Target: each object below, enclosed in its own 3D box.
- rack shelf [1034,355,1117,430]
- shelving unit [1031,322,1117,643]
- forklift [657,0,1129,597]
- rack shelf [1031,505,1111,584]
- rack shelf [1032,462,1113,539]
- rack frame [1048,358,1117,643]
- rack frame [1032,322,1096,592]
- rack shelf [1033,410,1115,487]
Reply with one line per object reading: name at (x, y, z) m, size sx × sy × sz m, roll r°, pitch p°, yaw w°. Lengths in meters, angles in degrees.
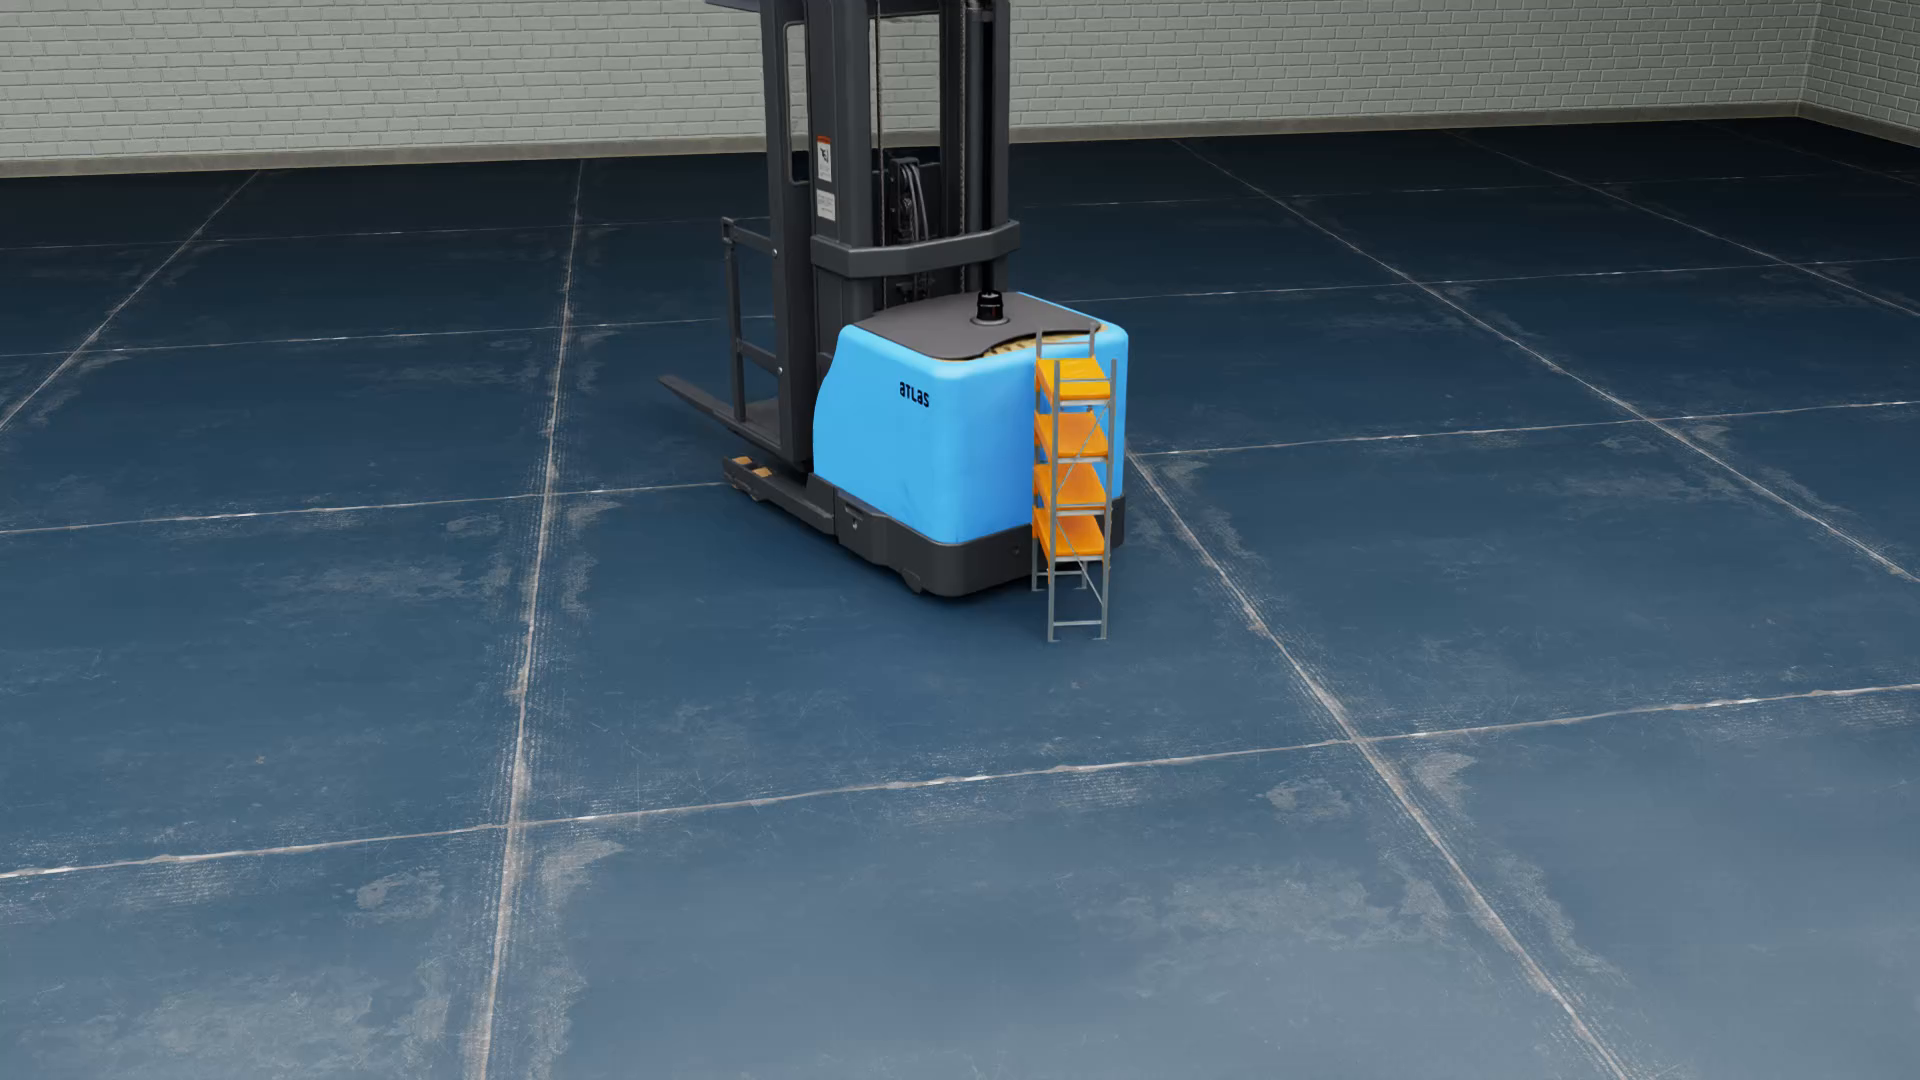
rack shelf at (0.455, -0.593, 6.628) m, size 0.258 × 0.148 × 0.480 m, roll -2°, pitch 24°, yaw -5°
shelving unit at (0.455, -0.233, 6.785) m, size 0.258 × 1.200 × 0.503 m, roll -2°, pitch 24°, yaw -5°
forklift at (-0.528, -1.634, 7.828) m, size 1.130 × 2.935 × 3.031 m, roll -16°, pitch 28°, yaw -33°
rack shelf at (0.455, 0.010, 6.891) m, size 0.258 × 0.148 × 0.480 m, roll -2°, pitch 24°, yaw -5°
rack shelf at (0.455, -0.172, 6.812) m, size 0.258 × 0.148 × 0.480 m, roll -2°, pitch 24°, yaw -5°
rack frame at (0.478, -0.136, 6.562) m, size 0.240 × 1.200 × 0.015 m, roll -2°, pitch 24°, yaw -5°
rack frame at (0.432, -0.331, 7.008) m, size 0.240 × 1.200 × 0.015 m, roll -2°, pitch 24°, yaw -5°
rack shelf at (0.455, -0.377, 6.722) m, size 0.258 × 0.148 × 0.480 m, roll -2°, pitch 24°, yaw -5°
